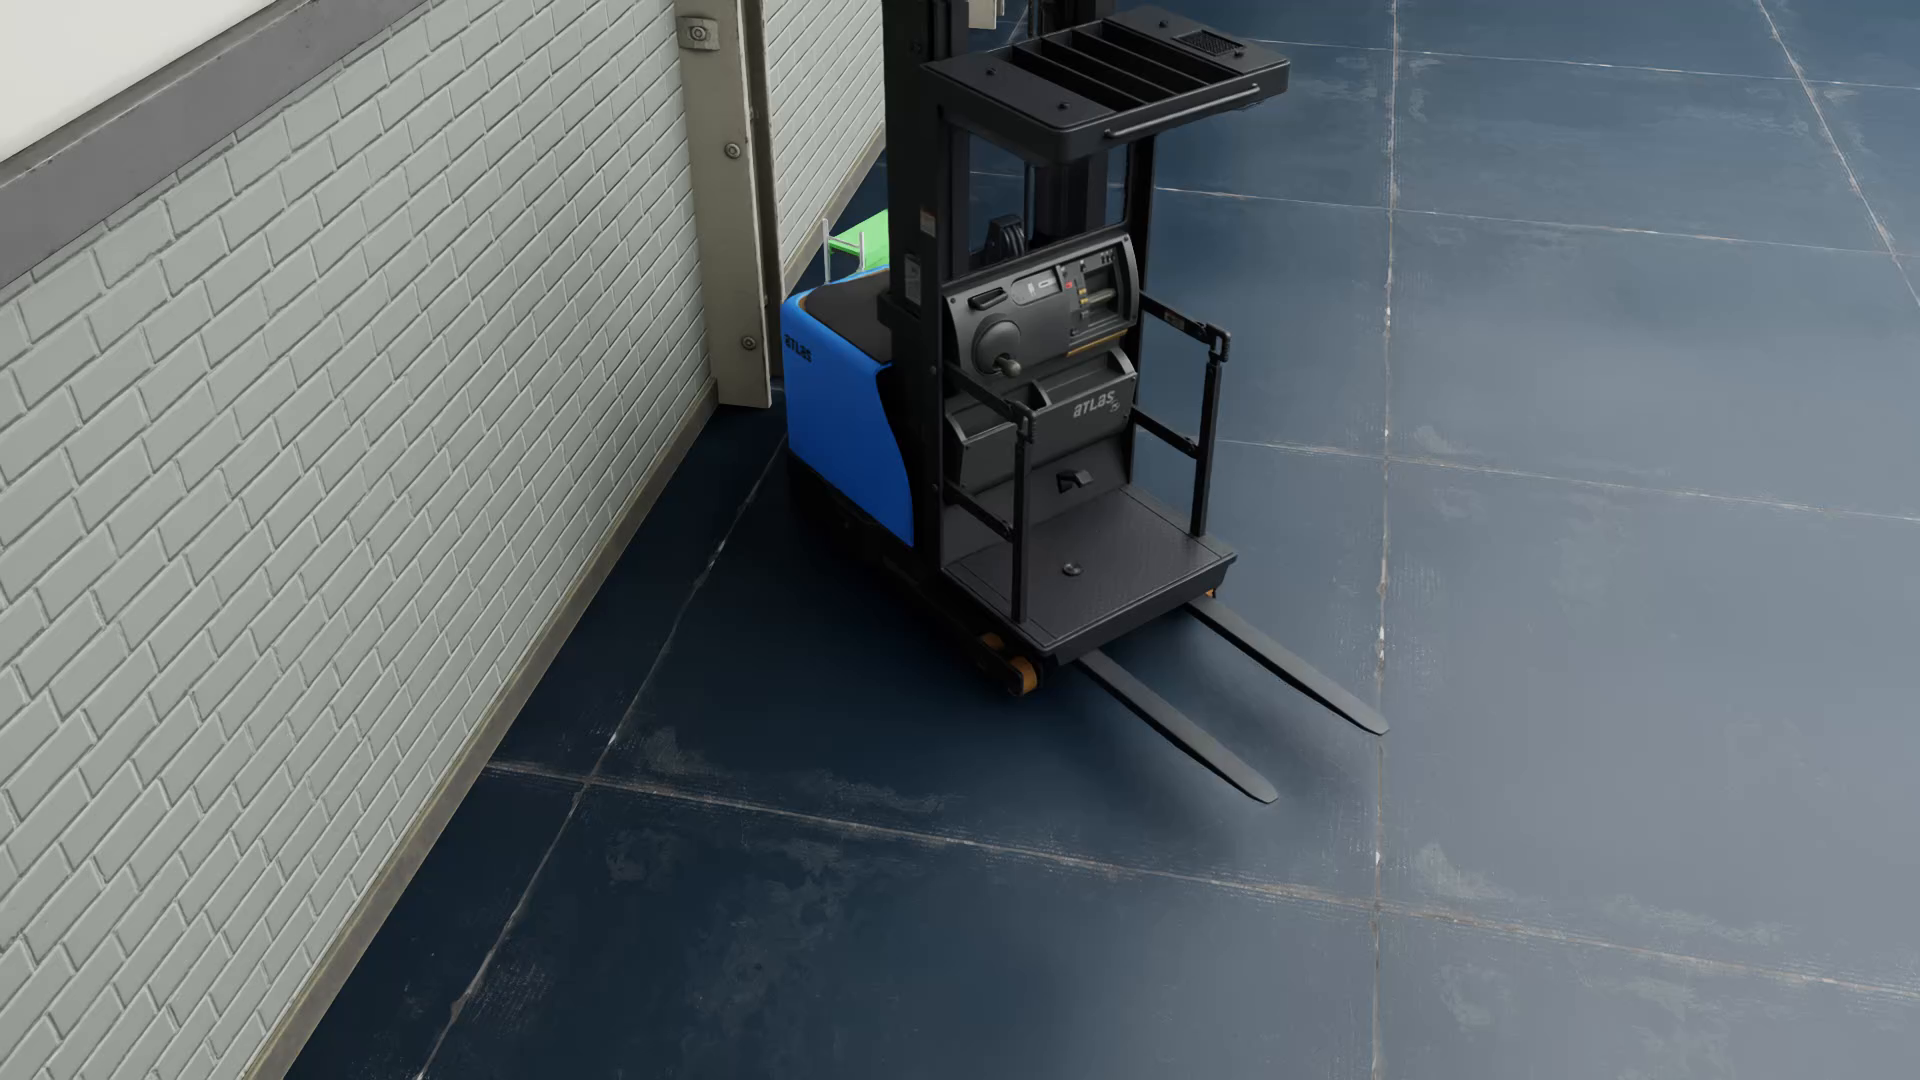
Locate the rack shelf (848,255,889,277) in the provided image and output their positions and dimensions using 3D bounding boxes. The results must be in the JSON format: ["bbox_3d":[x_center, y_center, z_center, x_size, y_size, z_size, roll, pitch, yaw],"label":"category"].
[{"bbox_3d":[-0.397,-1.230,8.124,0.258,0.148,0.480,24,42,29],"label":"rack shelf"}]

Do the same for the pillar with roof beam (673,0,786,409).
[{"bbox_3d":[3.096,-3.925,5.497,9.100,9.000,0.400,7,37,10],"label":"pillar with roof beam"}]

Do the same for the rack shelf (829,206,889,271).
[{"bbox_3d":[-0.397,-1.424,7.983,0.258,0.148,0.480,24,42,29],"label":"rack shelf"}]

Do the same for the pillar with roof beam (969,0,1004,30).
[{"bbox_3d":[4.378,-7.364,10.243,9.100,9.000,0.400,7,37,10],"label":"pillar with roof beam"}]

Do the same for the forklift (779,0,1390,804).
[{"bbox_3d":[0.469,-0.872,6.455,1.130,2.935,3.031,-24,42,-29],"label":"forklift"}]

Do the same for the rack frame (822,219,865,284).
[{"bbox_3d":[-0.543,-0.972,8.069,0.240,1.200,0.015,24,42,29],"label":"rack frame"}]

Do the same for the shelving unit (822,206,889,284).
[{"bbox_3d":[-0.397,-1.087,8.228,0.258,1.200,0.503,24,42,29],"label":"shelving unit"}]
